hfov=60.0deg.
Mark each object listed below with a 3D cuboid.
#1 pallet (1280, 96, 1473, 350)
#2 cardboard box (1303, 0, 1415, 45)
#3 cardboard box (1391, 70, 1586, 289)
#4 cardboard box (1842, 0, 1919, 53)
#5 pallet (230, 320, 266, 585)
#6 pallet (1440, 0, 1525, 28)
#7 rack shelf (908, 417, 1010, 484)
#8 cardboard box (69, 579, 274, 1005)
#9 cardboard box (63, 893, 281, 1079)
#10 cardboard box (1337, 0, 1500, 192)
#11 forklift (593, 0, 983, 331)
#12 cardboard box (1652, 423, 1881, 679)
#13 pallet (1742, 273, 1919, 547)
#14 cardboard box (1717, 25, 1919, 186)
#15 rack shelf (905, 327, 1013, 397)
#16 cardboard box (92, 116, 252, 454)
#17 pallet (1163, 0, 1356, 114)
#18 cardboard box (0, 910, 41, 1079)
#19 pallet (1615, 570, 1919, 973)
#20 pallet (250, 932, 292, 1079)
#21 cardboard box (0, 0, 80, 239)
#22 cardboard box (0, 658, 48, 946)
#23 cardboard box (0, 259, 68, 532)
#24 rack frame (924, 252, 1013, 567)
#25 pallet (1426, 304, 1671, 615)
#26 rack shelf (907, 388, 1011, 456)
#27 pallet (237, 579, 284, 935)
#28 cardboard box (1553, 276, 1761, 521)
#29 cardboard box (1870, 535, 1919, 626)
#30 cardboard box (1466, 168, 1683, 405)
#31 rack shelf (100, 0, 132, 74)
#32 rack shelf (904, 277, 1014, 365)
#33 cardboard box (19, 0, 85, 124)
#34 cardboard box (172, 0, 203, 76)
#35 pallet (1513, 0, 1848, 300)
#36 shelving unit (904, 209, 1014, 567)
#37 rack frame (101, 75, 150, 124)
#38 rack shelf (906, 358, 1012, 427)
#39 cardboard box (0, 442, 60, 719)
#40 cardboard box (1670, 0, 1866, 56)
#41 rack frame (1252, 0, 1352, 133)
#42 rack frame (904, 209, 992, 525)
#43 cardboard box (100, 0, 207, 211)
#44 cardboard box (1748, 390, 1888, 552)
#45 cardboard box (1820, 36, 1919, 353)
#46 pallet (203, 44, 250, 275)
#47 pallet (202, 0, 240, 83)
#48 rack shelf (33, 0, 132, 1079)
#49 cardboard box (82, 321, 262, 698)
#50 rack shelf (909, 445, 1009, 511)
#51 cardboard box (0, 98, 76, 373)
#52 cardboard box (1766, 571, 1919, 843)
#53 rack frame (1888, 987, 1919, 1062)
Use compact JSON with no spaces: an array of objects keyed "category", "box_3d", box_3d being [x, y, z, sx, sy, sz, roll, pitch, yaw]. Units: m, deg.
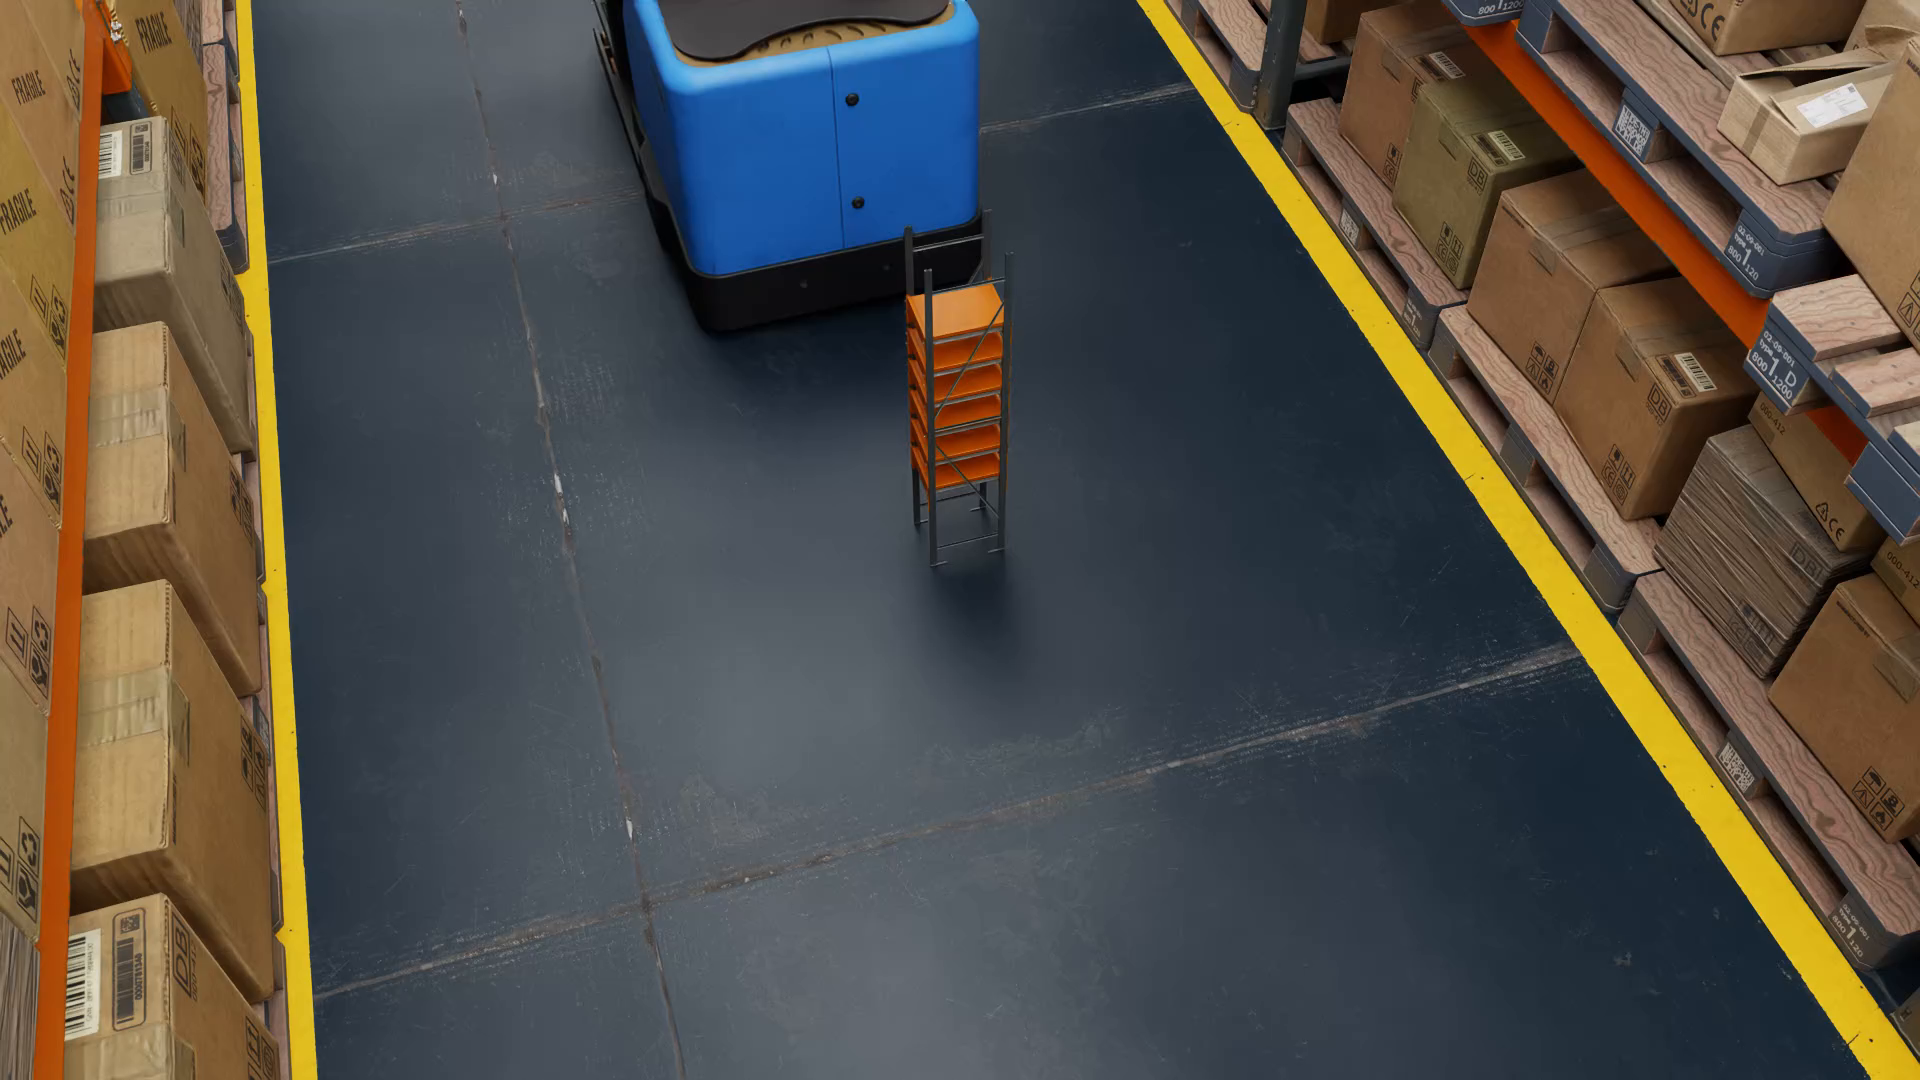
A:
[{"category":"pallet","box_3d":[1.904,-1.277,6.188,1.003,0.211,1.213,-13,51,-11]},{"category":"cardboard box","box_3d":[1.592,-2.375,6.650,0.500,0.500,0.500,-15,51,-12]},{"category":"cardboard box","box_3d":[1.956,-1.274,5.709,0.700,0.500,0.500,-14,51,-11]},{"category":"cardboard box","box_3d":[2.579,-1.185,4.111,0.500,0.250,0.500,-15,51,-12]},{"category":"pallet","box_3d":[-2.796,-0.251,5.323,1.003,0.211,1.213,-13,51,-11]},{"category":"pallet","box_3d":[1.759,-2.091,5.176,1.003,0.211,1.213,-13,51,-11]},{"category":"rack shelf","box_3d":[-0.004,-0.291,4.926,0.258,0.103,0.180,-13,51,-11]},{"category":"cardboard box","box_3d":[-2.269,0.712,3.884,1.050,0.750,0.750,-13,51,-10]},{"category":"cardboard box","box_3d":[-2.007,1.350,3.347,1.050,0.750,0.750,-14,51,-11]},{"category":"cardboard box","box_3d":[1.833,-1.627,6.006,0.700,0.500,0.500,-17,52,-14]},{"category":"forklift","box_3d":[-0.865,-2.828,5.717,1.130,2.935,3.031,-14,51,-12]},{"category":"cardboard box","box_3d":[2.461,-0.045,4.674,0.700,0.500,0.500,-17,52,-14]},{"category":"pallet","box_3d":[2.542,-0.257,3.630,1.213,0.211,1.003,-13,51,-11]},{"category":"cardboard box","box_3d":[2.104,-1.071,4.004,0.396,0.266,0.258,-15,51,-12]},{"category":"rack shelf","box_3d":[-0.004,-0.523,4.651,0.258,0.103,0.180,-13,51,-11]},{"category":"cardboard box","box_3d":[-2.826,-0.673,5.052,1.050,0.750,0.750,-14,51,-11]},{"category":"pallet","box_3d":[1.440,-2.327,7.074,1.003,0.211,1.213,-13,51,-11]},{"category":"cardboard box","box_3d":[-1.788,0.804,2.545,0.500,0.500,0.500,-13,51,-11]},{"category":"pallet","box_3d":[2.625,0.505,4.686,1.003,0.211,1.213,-13,51,-11]},{"category":"pallet","box_3d":[-2.074,1.531,3.821,1.003,0.211,1.213,-13,51,-11]},{"category":"cardboard box","box_3d":[-2.537,-1.039,4.098,0.500,0.500,0.500,-14,51,-11]},{"category":"cardboard box","box_3d":[-1.941,0.434,2.857,0.500,0.500,0.500,-14,51,-11]},{"category":"cardboard box","box_3d":[-2.235,-0.299,3.475,0.500,0.500,0.500,-14,51,-11]},{"category":"rack frame","box_3d":[0.023,-0.330,4.744,0.240,1.200,0.006,-13,51,-11]},{"category":"pallet","box_3d":[2.268,-0.384,5.436,1.003,0.211,1.213,-13,51,-11]},{"category":"rack shelf","box_3d":[-0.004,-0.369,4.834,0.258,0.103,0.180,-13,51,-11]},{"category":"pallet","box_3d":[-2.431,0.642,4.571,1.003,0.211,1.213,-13,51,-11]},{"category":"cardboard box","box_3d":[2.287,-0.458,5.021,0.700,0.500,0.500,-9,51,-8]},{"category":"cardboard box","box_3d":[2.628,0.117,4.046,0.500,0.250,0.500,-11,51,-9]},{"category":"cardboard box","box_3d":[2.122,-0.865,5.365,0.700,0.500,0.500,-17,52,-14]},{"category":"rack shelf","box_3d":[-3.687,-2.925,6.224,1.077,0.370,4.000,-13,51,-11]},{"category":"rack shelf","box_3d":[-0.004,-0.601,4.559,0.258,0.103,0.180,-13,51,-11]},{"category":"cardboard box","box_3d":[-2.686,-1.408,4.409,0.500,0.500,0.500,-14,51,-11]},{"category":"cardboard box","box_3d":[-3.485,-2.279,6.325,0.875,0.875,0.875,-13,51,-11]},{"category":"pallet","box_3d":[2.230,-1.197,4.423,1.003,0.211,1.213,-13,51,-11]},{"category":"shelving unit","box_3d":[-0.004,-0.397,4.800,0.258,1.200,0.189,-13,51,-11]},{"category":"rack frame","box_3d":[-3.096,-1.696,4.718,1.000,3.000,0.127,-13,51,-11]},{"category":"rack shelf","box_3d":[-0.004,-0.446,4.742,0.258,0.103,0.180,-13,51,-11]},{"category":"cardboard box","box_3d":[-2.090,0.065,3.168,0.500,0.500,0.500,-13,51,-11]},{"category":"cardboard box","box_3d":[2.273,-1.667,4.351,0.797,0.503,0.637,-9,50,-7]},{"category":"rack frame","box_3d":[1.672,-2.744,5.601,1.000,3.000,0.127,-13,51,-11]},{"category":"rack frame","box_3d":[-0.031,-0.464,4.857,0.240,1.200,0.006,-13,51,-11]},{"category":"cardboard box","box_3d":[-3.215,-1.622,5.770,0.875,0.875,0.875,-13,51,-10]},{"category":"cardboard box","box_3d":[2.462,-0.268,4.371,0.500,0.250,0.500,-8,50,-7]},{"category":"cardboard box","box_3d":[2.396,-0.760,3.589,0.700,0.500,0.500,-7,50,-6]},{"category":"pallet","box_3d":[-3.246,-1.370,6.267,1.003,0.211,1.213,-13,51,-11]},{"category":"pallet","box_3d":[-3.611,-2.263,7.020,1.003,0.211,1.213,-13,51,-11]},{"category":"rack shelf","box_3d":[-2.504,-0.003,3.762,1.077,0.370,4.000,-13,51,-11]},{"category":"cardboard box","box_3d":[-2.545,0.032,4.458,1.050,0.750,0.750,-13,51,-11]},{"category":"rack shelf","box_3d":[-0.004,-0.214,5.018,0.258,0.103,0.180,-13,51,-11]},{"category":"cardboard box","box_3d":[-2.387,-0.669,3.787,0.500,0.500,0.500,-13,51,-11]},{"category":"cardboard box","box_3d":[2.638,0.357,4.334,0.700,0.500,0.500,-16,52,-13]},{"category":"rack frame","box_3d":[2.855,0.178,3.138,1.000,3.000,0.127,-13,51,-11]}]
